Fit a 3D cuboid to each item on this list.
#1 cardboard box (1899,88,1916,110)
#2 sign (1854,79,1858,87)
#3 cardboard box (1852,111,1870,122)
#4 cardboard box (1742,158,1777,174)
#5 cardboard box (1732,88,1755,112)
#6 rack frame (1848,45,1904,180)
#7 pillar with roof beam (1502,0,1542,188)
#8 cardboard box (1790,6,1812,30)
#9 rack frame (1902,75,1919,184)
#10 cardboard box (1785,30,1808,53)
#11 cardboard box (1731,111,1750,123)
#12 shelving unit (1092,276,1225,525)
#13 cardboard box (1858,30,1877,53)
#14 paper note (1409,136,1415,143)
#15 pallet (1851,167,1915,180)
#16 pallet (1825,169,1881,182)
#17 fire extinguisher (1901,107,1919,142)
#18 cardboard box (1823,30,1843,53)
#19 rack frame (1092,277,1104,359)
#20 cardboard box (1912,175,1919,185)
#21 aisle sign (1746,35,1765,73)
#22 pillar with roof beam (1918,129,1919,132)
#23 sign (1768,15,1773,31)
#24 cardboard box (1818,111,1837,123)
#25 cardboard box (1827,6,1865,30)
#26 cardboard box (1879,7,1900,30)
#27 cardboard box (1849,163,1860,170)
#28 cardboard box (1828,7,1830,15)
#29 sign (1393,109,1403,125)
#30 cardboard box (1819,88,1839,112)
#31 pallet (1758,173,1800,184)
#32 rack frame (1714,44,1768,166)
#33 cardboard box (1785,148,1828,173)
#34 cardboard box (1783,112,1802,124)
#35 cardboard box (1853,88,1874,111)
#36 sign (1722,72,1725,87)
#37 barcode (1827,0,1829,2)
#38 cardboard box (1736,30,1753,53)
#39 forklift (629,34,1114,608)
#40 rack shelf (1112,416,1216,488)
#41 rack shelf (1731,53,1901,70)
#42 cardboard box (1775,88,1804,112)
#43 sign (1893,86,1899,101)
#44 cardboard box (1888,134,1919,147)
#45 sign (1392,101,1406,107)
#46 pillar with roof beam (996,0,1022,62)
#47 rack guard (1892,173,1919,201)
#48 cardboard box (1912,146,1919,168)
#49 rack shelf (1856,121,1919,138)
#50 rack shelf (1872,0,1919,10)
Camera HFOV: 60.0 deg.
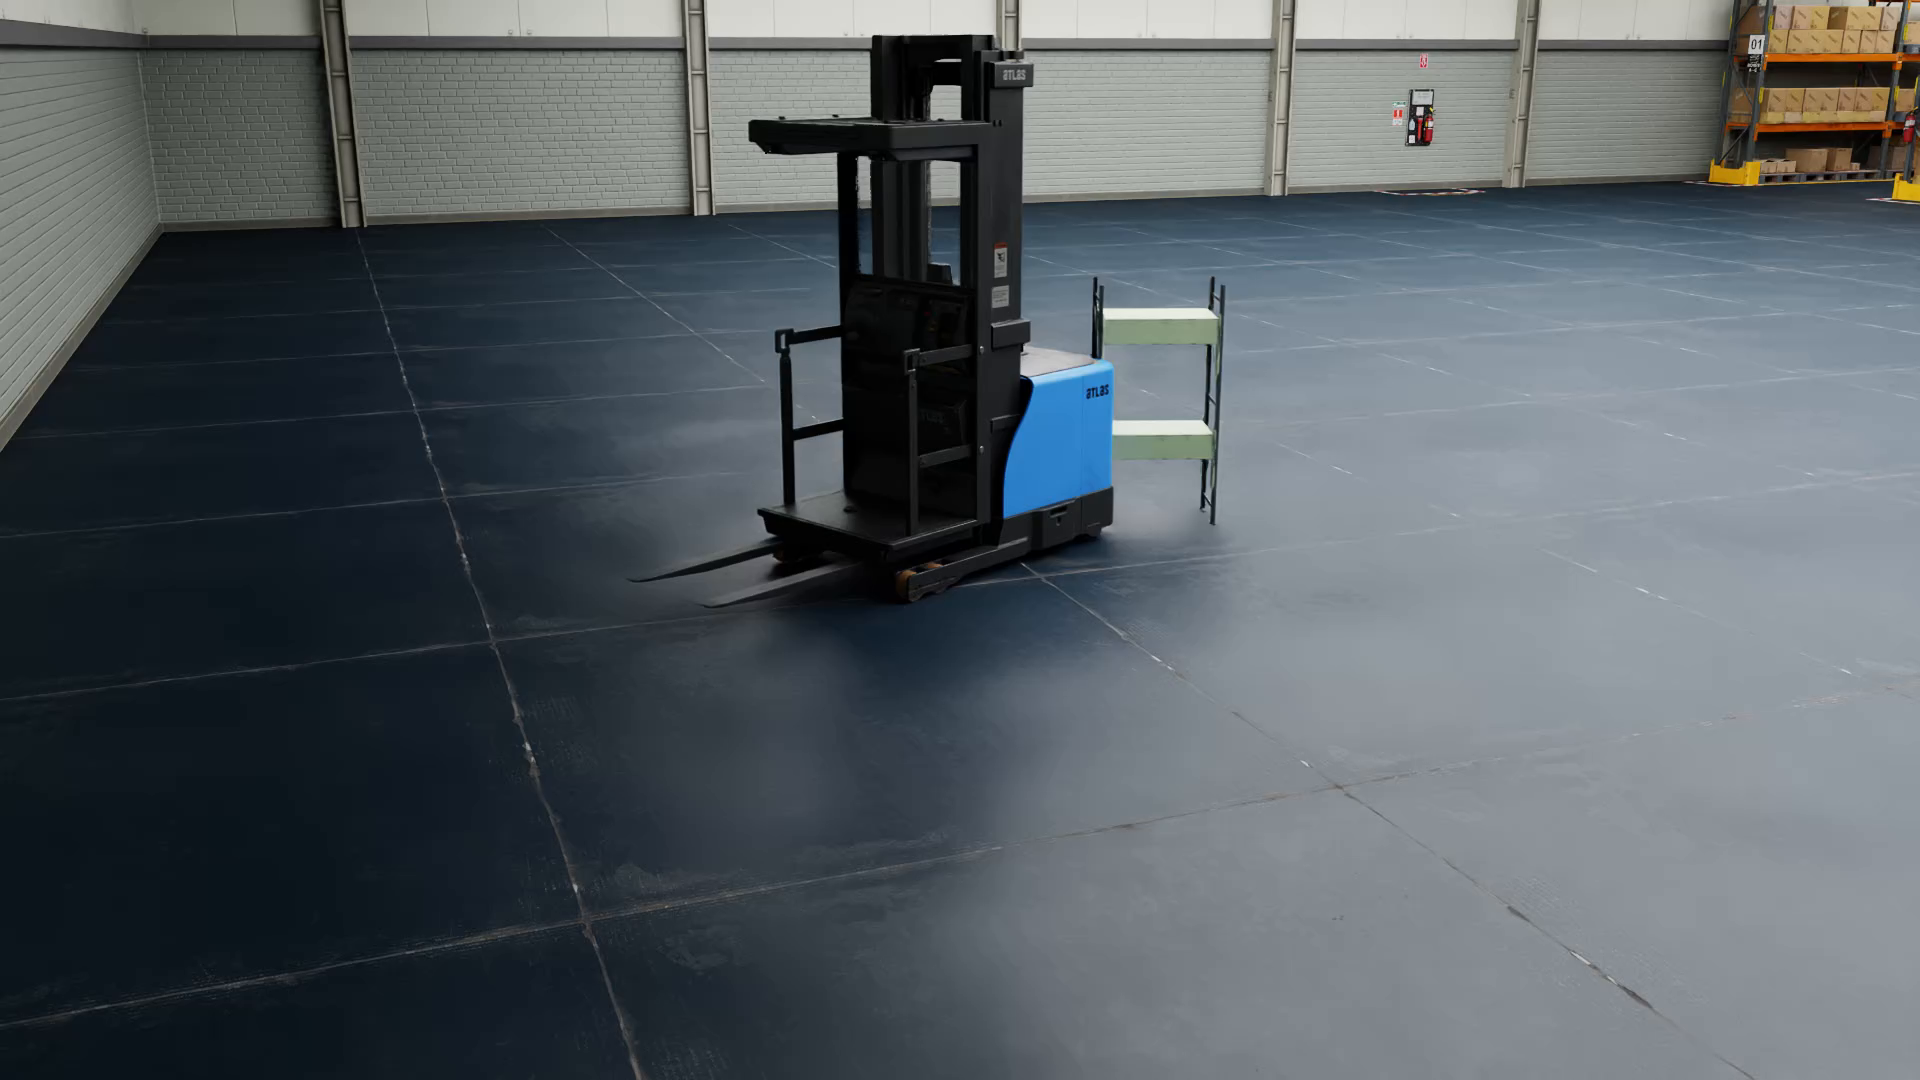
[{"bbox_3d":[22.132,-10.252,38.726,0.500,0.500,0.700,-4,17,-14],"label":"cardboard box"},{"bbox_3d":[20.919,-10.597,38.806,0.005,0.325,0.100,-6,17,-20],"label":"sign"},{"bbox_3d":[20.318,-9.658,37.893,0.500,0.250,0.500,-6,17,-20],"label":"cardboard box"},{"bbox_3d":[18.064,-8.460,37.573,0.500,0.311,0.500,-8,18,-26],"label":"cardboard box"},{"bbox_3d":[17.749,-9.893,37.364,0.500,0.500,0.500,-6,18,-21],"label":"cardboard box"},{"bbox_3d":[21.120,-9.896,38.473,0.127,3.000,1.000,-6,17,-20],"label":"rack frame"},{"bbox_3d":[13.667,-10.932,31.352,0.400,9.000,9.100,-6,17,-20],"label":"pillar with roof beam"},{"bbox_3d":[18.318,-11.481,36.561,0.500,0.500,0.500,-6,18,-21],"label":"cardboard box"},{"bbox_3d":[19.161,-8.190,32.662,0.127,3.000,1.000,-6,17,-20],"label":"rack frame"},{"bbox_3d":[18.301,-11.002,36.703,0.500,0.500,0.500,-5,17,-16],"label":"cardboard box"},{"bbox_3d":[17.752,-9.528,37.452,0.500,0.250,0.500,-6,17,-19],"label":"cardboard box"},{"bbox_3d":[1.214,-0.867,10.389,0.755,1.500,0.431,0,16,-2],"label":"shelving unit"},{"bbox_3d":[20.261,-11.229,37.476,0.500,0.500,0.500,-8,18,-25],"label":"cardboard box"},{"bbox_3d":[9.615,-8.524,35.366,0.142,0.148,0.016,-6,17,-20],"label":"paper note"},{"bbox_3d":[21.847,-8.637,39.134,1.213,0.211,1.003,-6,17,-20],"label":"pallet"},{"bbox_3d":[20.506,-8.481,38.603,1.213,0.211,1.003,-6,17,-20],"label":"pallet"},{"bbox_3d":[18.885,-8.263,33.049,0.183,0.674,0.296,-6,17,-20],"label":"fire extinguisher"},{"bbox_3d":[19.277,-11.115,37.088,0.500,0.500,0.500,-5,17,-17],"label":"cardboard box"},{"bbox_3d":[0.848,-0.864,10.379,0.023,1.500,0.400,0,16,-2],"label":"rack frame"},{"bbox_3d":[19.556,-7.204,33.440,0.500,0.250,0.500,-6,17,-20],"label":"cardboard box"},{"bbox_3d":[17.425,-10.654,36.440,0.004,0.787,0.394,-6,17,-20],"label":"aisle sign"},{"bbox_3d":[24.873,-12.141,35.472,0.400,9.000,9.100,-6,17,-20],"label":"pillar with roof beam"},{"bbox_3d":[17.580,-11.208,36.068,0.005,0.325,0.100,-6,17,-20],"label":"sign"},{"bbox_3d":[19.385,-9.552,37.533,0.500,0.250,0.500,-6,17,-20],"label":"cardboard box"},{"bbox_3d":[19.758,-11.637,37.091,0.500,0.500,0.500,-7,18,-22],"label":"cardboard box"},{"bbox_3d":[20.750,-11.750,37.477,0.500,0.500,0.500,-8,18,-25],"label":"cardboard box"},{"bbox_3d":[20.632,-8.686,38.599,0.250,0.166,0.380,-9,18,-27],"label":"cardboard box"},{"bbox_3d":[19.141,-11.732,37.414,0.500,0.500,0.500,-6,17,-20],"label":"cardboard box"},{"bbox_3d":[9.252,-8.935,35.138,0.234,0.329,0.001,-6,17,-20],"label":"sign"},{"bbox_3d":[19.366,-9.912,37.427,0.500,0.500,0.500,-6,17,-18],"label":"cardboard box"},{"bbox_3d":[18.228,-8.235,37.766,1.213,0.211,1.003,-6,17,-20],"label":"pallet"},{"bbox_3d":[17.385,-9.492,37.099,0.127,3.000,1.000,-6,17,-20],"label":"rack frame"},{"bbox_3d":[19.299,-8.669,37.949,0.500,0.500,0.700,-7,18,-24],"label":"cardboard box"},{"bbox_3d":[18.434,-9.452,37.192,0.500,0.250,0.500,-7,18,-22],"label":"cardboard box"},{"bbox_3d":[20.326,-10.012,37.770,0.500,0.500,0.500,-6,17,-20],"label":"cardboard box"},{"bbox_3d":[17.205,-10.348,37.396,0.005,0.325,0.100,-6,17,-20],"label":"sign"},{"bbox_3d":[19.669,-12.219,37.691,0.075,0.075,0.001,-6,17,-20],"label":"barcode"},{"bbox_3d":[17.684,-11.098,37.030,0.500,0.500,0.500,-5,17,-16],"label":"cardboard box"},{"bbox_3d":[-0.438,-1.236,9.106,1.130,2.935,3.031,15,22,41],"label":"forklift"},{"bbox_3d":[1.214,-0.554,10.480,0.720,0.370,0.431,0,16,-2],"label":"rack shelf"},{"bbox_3d":[19.253,-10.788,37.465,4.000,0.370,1.077,-6,17,-20],"label":"rack shelf"},{"bbox_3d":[18.404,-9.806,37.068,0.500,0.500,0.500,-6,17,-20],"label":"cardboard box"},{"bbox_3d":[21.322,-10.169,37.867,0.005,0.325,0.100,-6,17,-20],"label":"sign"},{"bbox_3d":[22.212,-9.391,39.079,0.500,0.250,0.500,-7,18,-21],"label":"cardboard box"},{"bbox_3d":[9.260,-9.188,35.057,0.331,0.109,0.001,-6,17,-20],"label":"sign"},{"bbox_3d":[2.462,-9.722,27.233,0.400,9.000,9.100,-6,17,-20],"label":"pillar with roof beam"},{"bbox_3d":[19.139,-6.988,33.006,0.348,0.500,1.175,-6,17,-20],"label":"rack guard"},{"bbox_3d":[22.266,-9.051,39.253,0.500,0.500,0.700,-7,18,-21],"label":"cardboard box"},{"bbox_3d":[22.988,-9.752,39.261,4.000,0.370,1.077,-6,17,-20],"label":"rack shelf"},{"bbox_3d":[22.988,-12.439,38.472,4.000,0.370,1.077,-6,17,-20],"label":"rack shelf"}]
